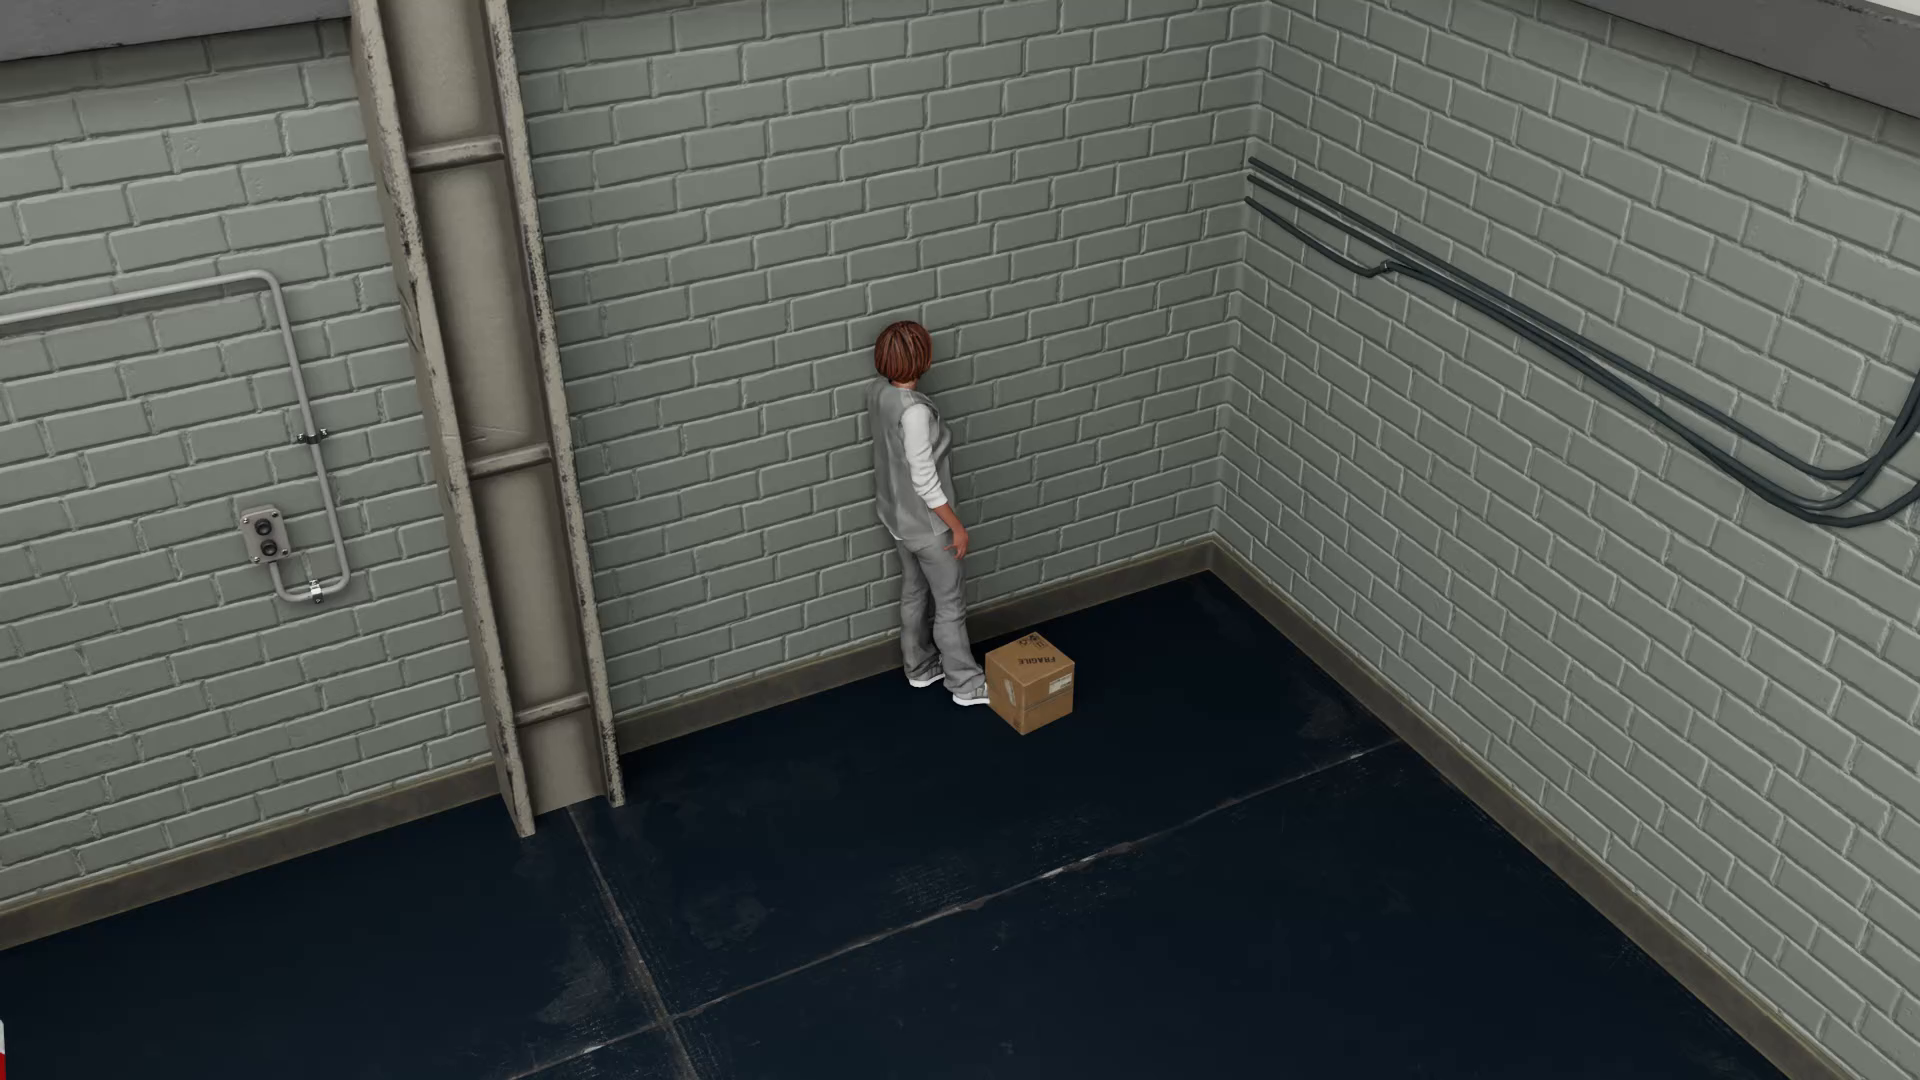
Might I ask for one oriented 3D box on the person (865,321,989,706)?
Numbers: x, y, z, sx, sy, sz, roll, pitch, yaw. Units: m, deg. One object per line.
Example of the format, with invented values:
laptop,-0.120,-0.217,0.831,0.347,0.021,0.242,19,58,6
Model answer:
person,-0.079,-0.103,6.287,0.474,1.598,0.519,-16,37,-23
